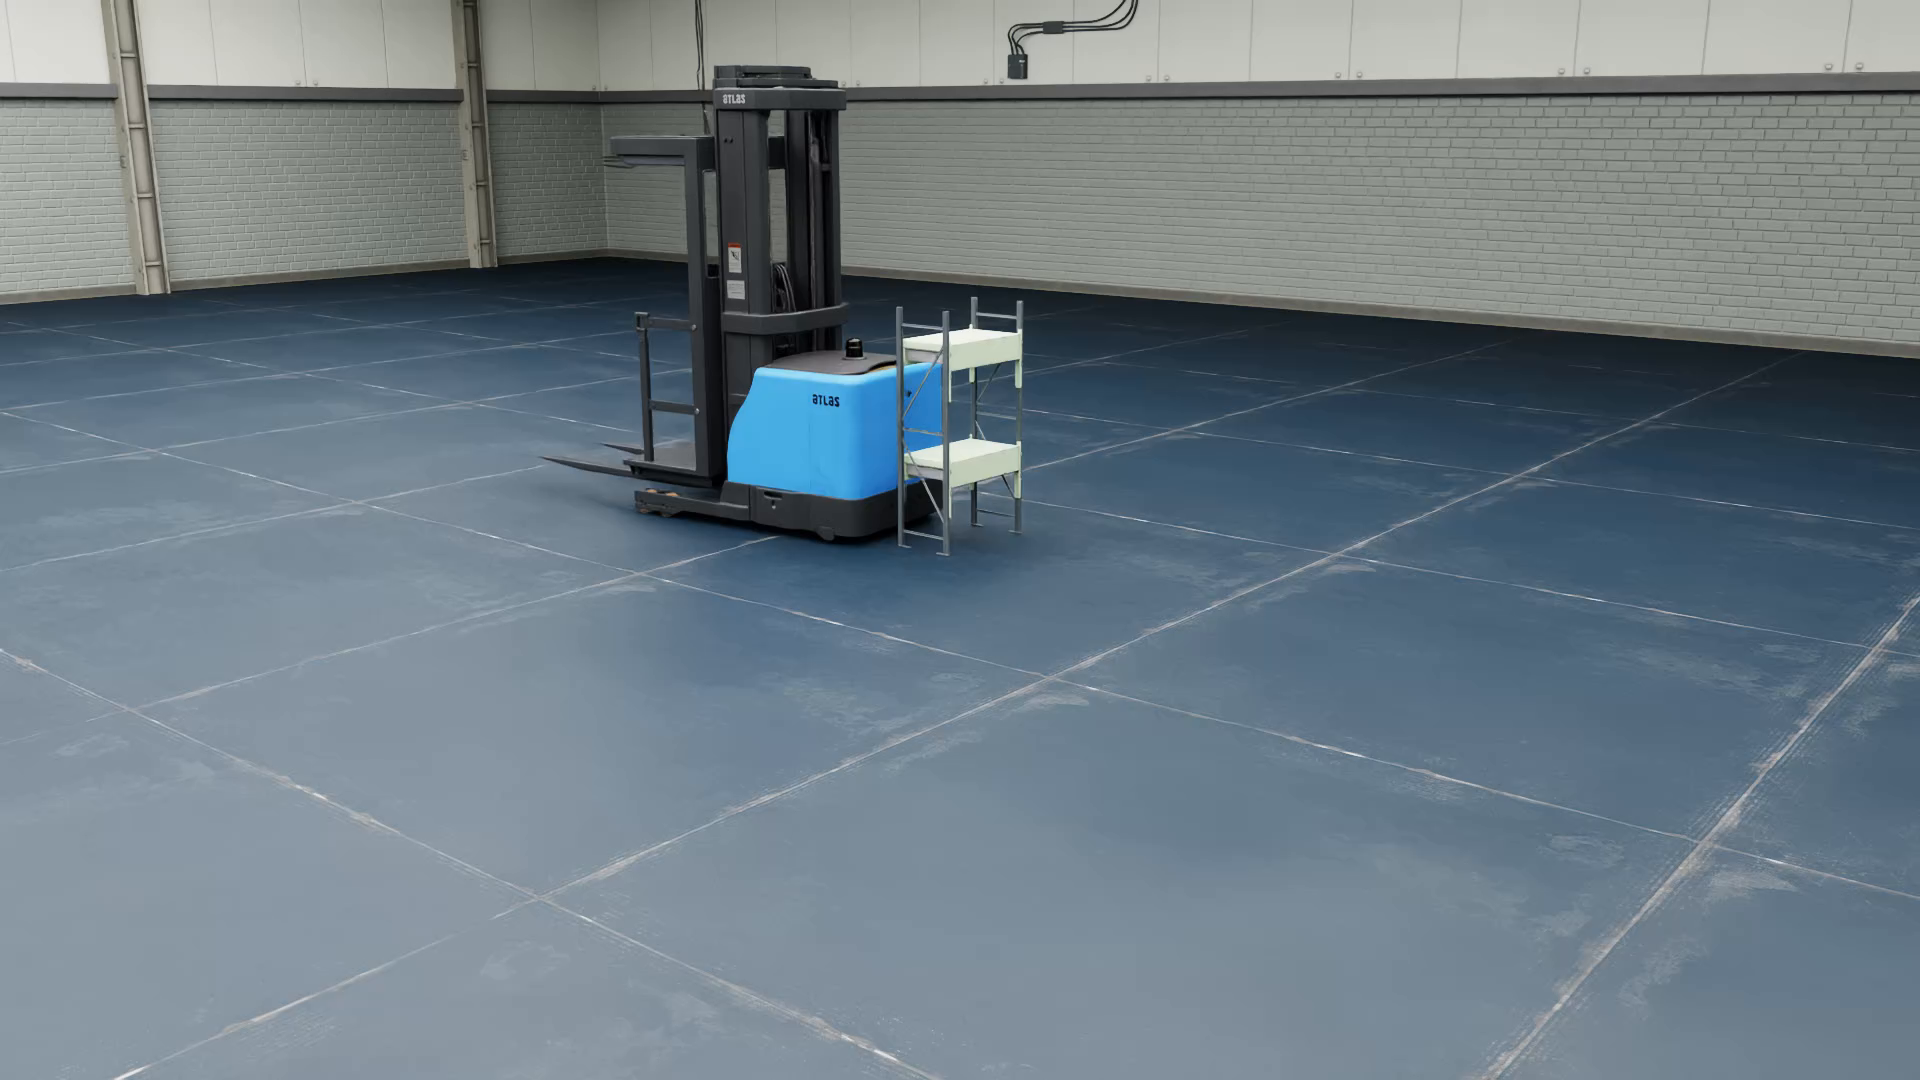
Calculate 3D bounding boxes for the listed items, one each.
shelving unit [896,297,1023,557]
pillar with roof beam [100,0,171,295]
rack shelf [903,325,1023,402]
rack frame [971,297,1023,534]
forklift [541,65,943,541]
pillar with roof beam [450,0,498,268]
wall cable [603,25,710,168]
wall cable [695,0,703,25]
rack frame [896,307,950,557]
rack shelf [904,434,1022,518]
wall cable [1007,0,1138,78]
[{"bbox_3d":[0.004,-0.728,10.443,0.431,1.500,0.755,11,18,38],"label":"shelving unit"},{"bbox_3d":[-9.030,-7.480,21.791,9.100,9.000,0.400,11,18,38],"label":"pillar with roof beam"},{"bbox_3d":[0.004,-1.106,10.347,0.431,0.370,0.720,11,18,38],"label":"rack shelf"},{"bbox_3d":[0.234,-0.798,10.719,0.400,1.500,0.023,11,18,38],"label":"rack frame"},{"bbox_3d":[-1.610,-1.672,11.250,3.031,2.935,1.130,9,17,33],"label":"forklift"},{"bbox_3d":[-5.258,-8.629,26.314,9.100,9.000,0.400,11,18,38],"label":"pillar with roof beam"},{"bbox_3d":[-5.727,-8.150,30.735,3.097,2.526,0.112,11,18,38],"label":"wall cable"},{"bbox_3d":[-3.623,-10.179,28.465,3.097,2.526,0.112,11,18,38],"label":"wall cable"},{"bbox_3d":[-0.226,-0.658,10.167,0.400,1.500,0.023,11,18,38],"label":"rack frame"},{"bbox_3d":[0.004,-0.412,10.524,0.431,0.370,0.720,11,18,38],"label":"rack shelf"},{"bbox_3d":[1.647,-9.831,24.139,2.305,6.003,0.169,11,18,38],"label":"wall cable"}]
